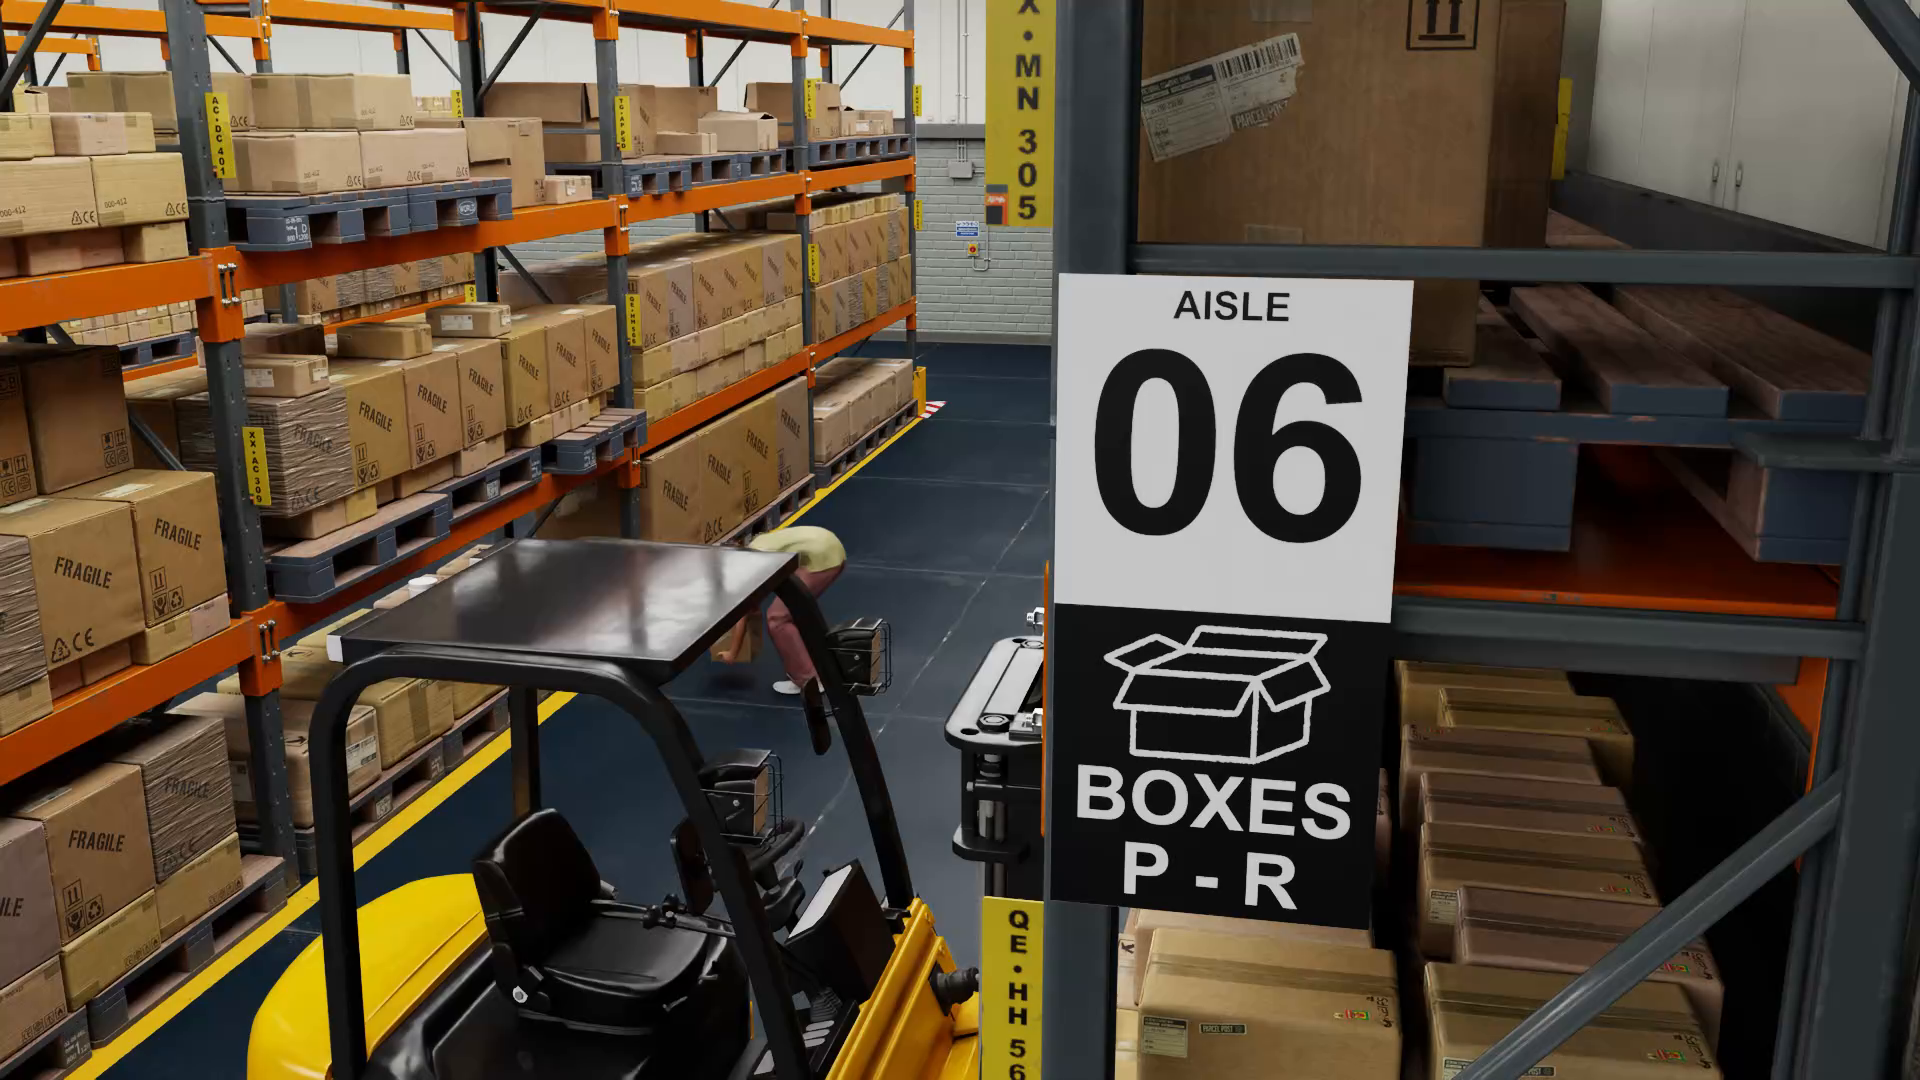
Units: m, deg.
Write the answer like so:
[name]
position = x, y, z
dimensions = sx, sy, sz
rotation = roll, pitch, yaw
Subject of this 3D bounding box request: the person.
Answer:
[person]
position = -1.104, 0.400, 9.875
dimensions = 0.860, 0.973, 0.453
rotation = 2, 15, 9
